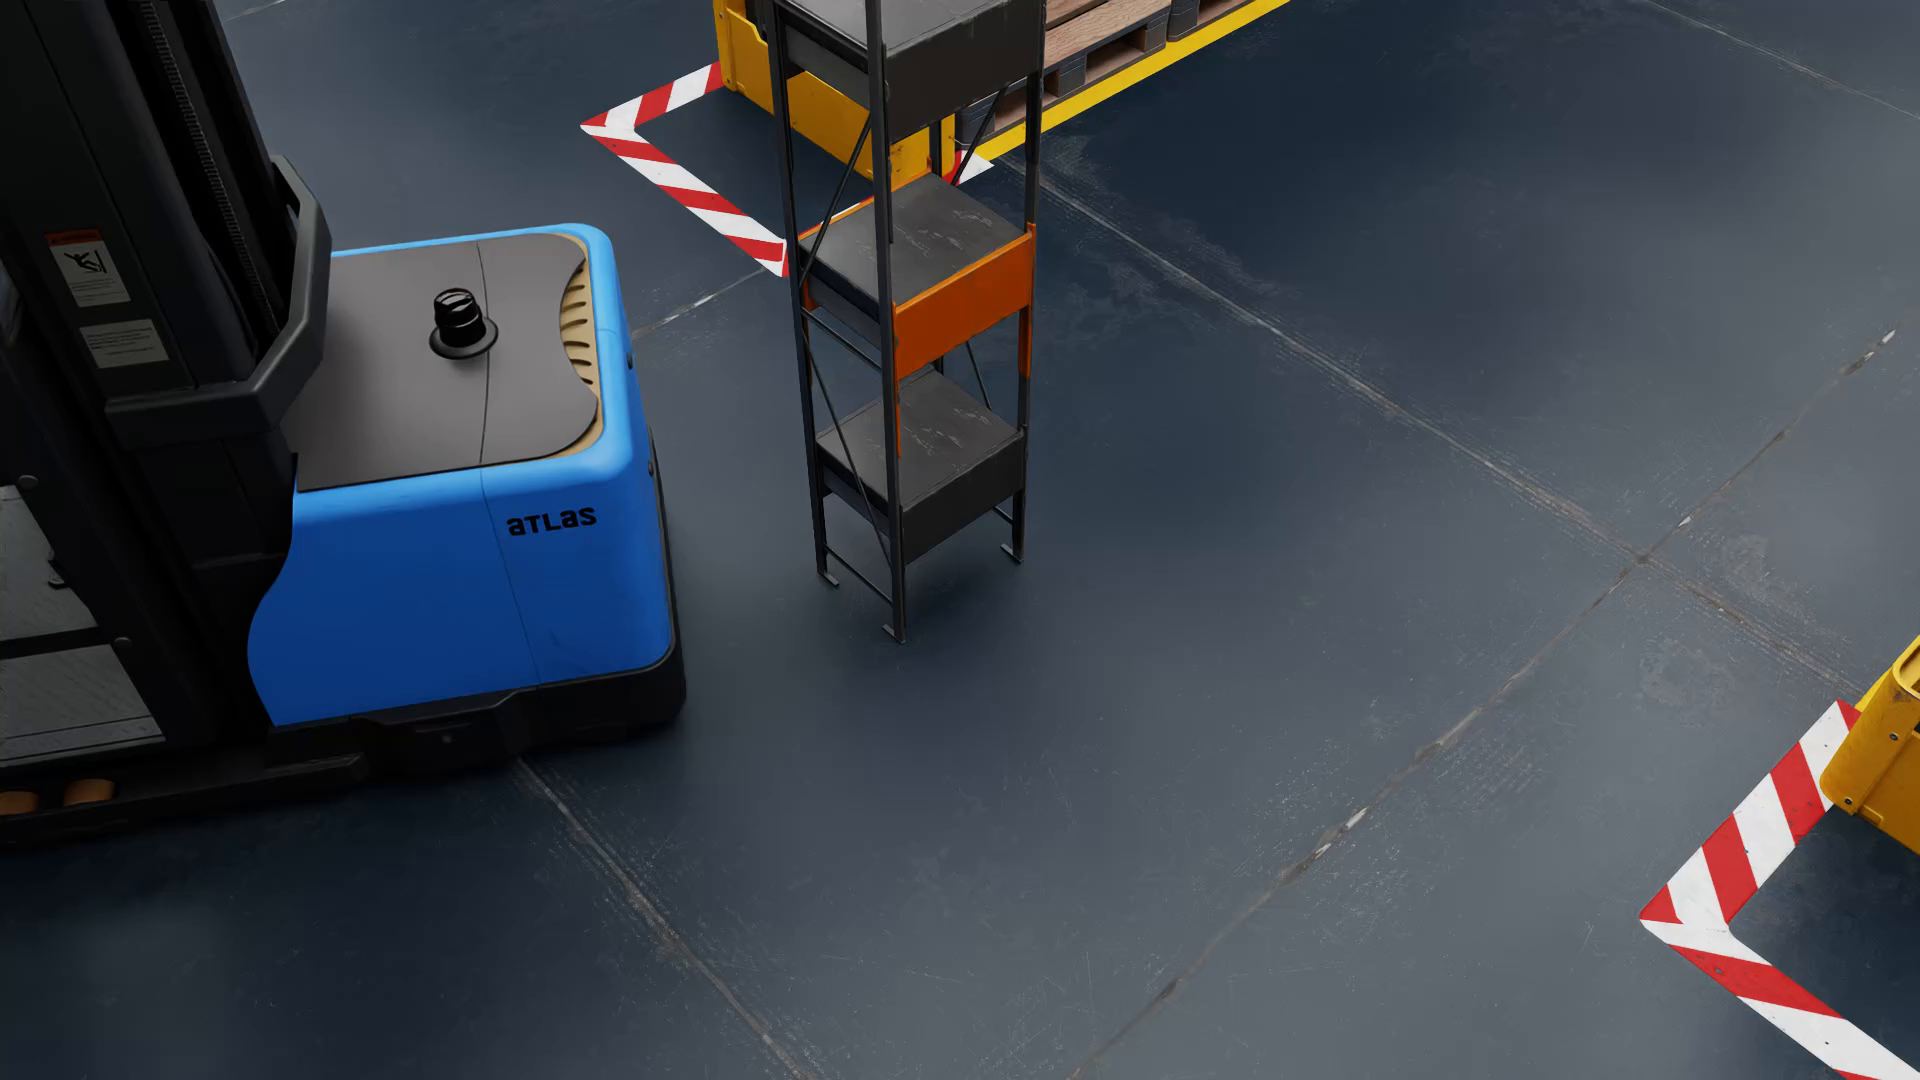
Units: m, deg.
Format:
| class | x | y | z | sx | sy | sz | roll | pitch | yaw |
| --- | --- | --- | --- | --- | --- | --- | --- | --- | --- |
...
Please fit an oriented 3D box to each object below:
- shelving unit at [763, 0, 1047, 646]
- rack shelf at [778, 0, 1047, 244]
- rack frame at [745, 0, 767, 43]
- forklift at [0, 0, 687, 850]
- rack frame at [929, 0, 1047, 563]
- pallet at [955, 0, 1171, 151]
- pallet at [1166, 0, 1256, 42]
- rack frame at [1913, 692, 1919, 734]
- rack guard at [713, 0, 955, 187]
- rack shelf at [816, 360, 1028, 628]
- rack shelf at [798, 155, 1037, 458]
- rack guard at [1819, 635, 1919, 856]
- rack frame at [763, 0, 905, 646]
| class | x | y | z | sx | sy | sz | roll | pitch | yaw |
| --- | --- | --- | --- | --- | --- | --- | --- | --- | --- |
| shelving unit | -0.122 | -0.630 | 4.403 | 0.503 | 2.100 | 0.431 | -34 | 56 | -27 |
| rack shelf | -0.122 | -1.096 | 3.898 | 0.480 | 0.518 | 0.431 | -34 | 56 | -27 |
| rack frame | -0.505 | -2.755 | 5.751 | 0.127 | 3.000 | 1.000 | -34 | 56 | -27 |
| forklift | -2.351 | -0.592 | 3.802 | 3.031 | 2.935 | 1.130 | -9 | 48 | -8 |
| rack frame | 0.058 | -0.751 | 4.514 | 0.015 | 2.100 | 0.400 | -34 | 56 | -27 |
| pallet | 0.131 | -2.196 | 7.133 | 1.213 | 0.211 | 1.003 | -34 | 56 | -27 |
| pallet | 1.033 | -2.797 | 7.687 | 1.213 | 0.211 | 1.003 | -34 | 56 | -27 |
| rack frame | 2.824 | -0.060 | 3.264 | 0.127 | 3.000 | 1.000 | -34 | 56 | -27 |
| rack guard | -0.514 | -1.889 | 6.653 | 0.348 | 0.500 | 1.175 | -34 | 56 | -27 |
| rack shelf | -0.122 | -0.146 | 4.927 | 0.480 | 0.518 | 0.431 | -34 | 56 | -27 |
| rack shelf | -0.122 | -0.621 | 4.413 | 0.480 | 0.518 | 0.431 | -34 | 56 | -27 |
| rack guard | 2.880 | 0.750 | 4.218 | 0.348 | 0.500 | 1.175 | -34 | 56 | -27 |
| rack frame | -0.303 | -0.510 | 4.291 | 0.015 | 2.100 | 0.400 | -34 | 56 | -27 |
